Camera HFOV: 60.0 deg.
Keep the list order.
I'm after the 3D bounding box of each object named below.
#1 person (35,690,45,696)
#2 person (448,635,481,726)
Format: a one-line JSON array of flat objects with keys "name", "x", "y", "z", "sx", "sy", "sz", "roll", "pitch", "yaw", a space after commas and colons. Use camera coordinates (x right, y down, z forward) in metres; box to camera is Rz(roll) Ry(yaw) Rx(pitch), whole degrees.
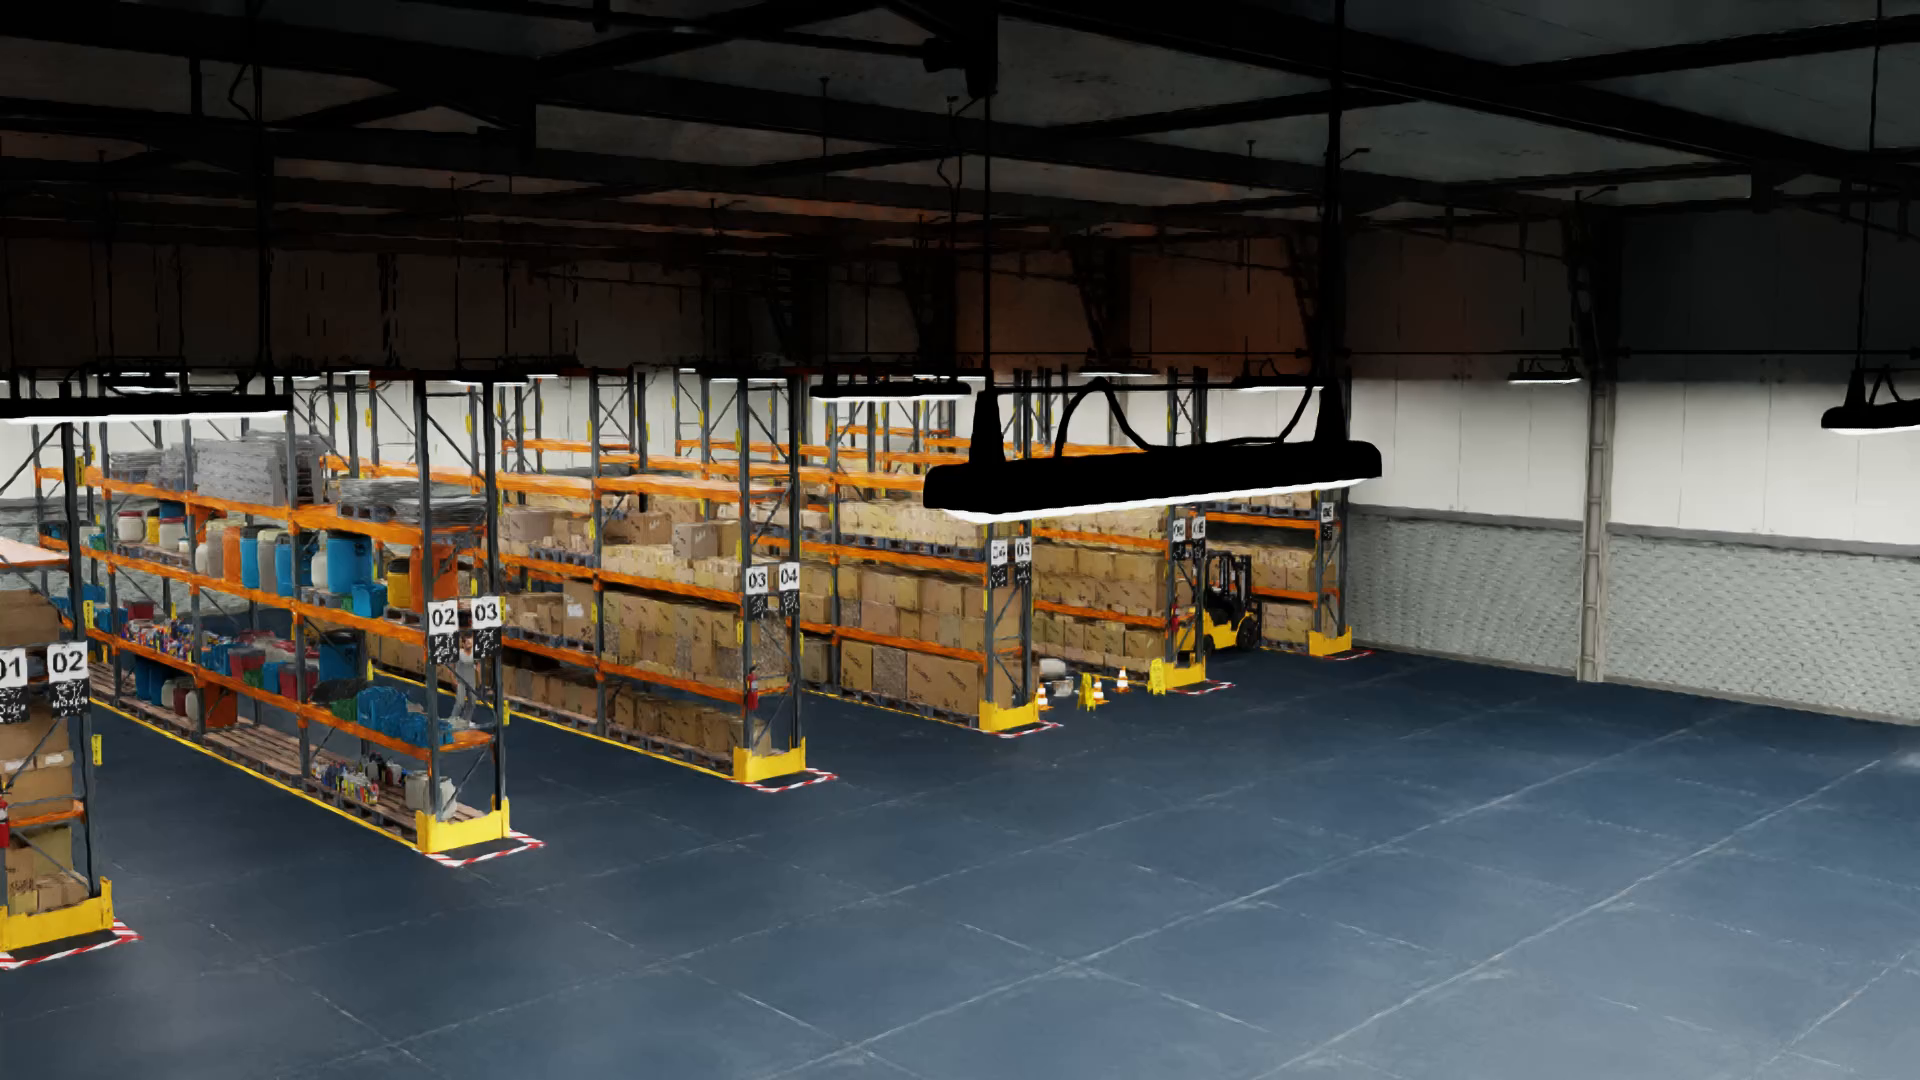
[{"name": "person", "x": -15.566, "y": 2.400, "z": 27.878, "sx": 0.559, "sy": 1.717, "sz": 0.384, "roll": 2, "pitch": 7, "yaw": 17}, {"name": "person", "x": -8.357, "y": 2.373, "z": 28.046, "sx": 0.507, "sy": 1.619, "sz": 0.580, "roll": 6, "pitch": 9, "yaw": 43}]
